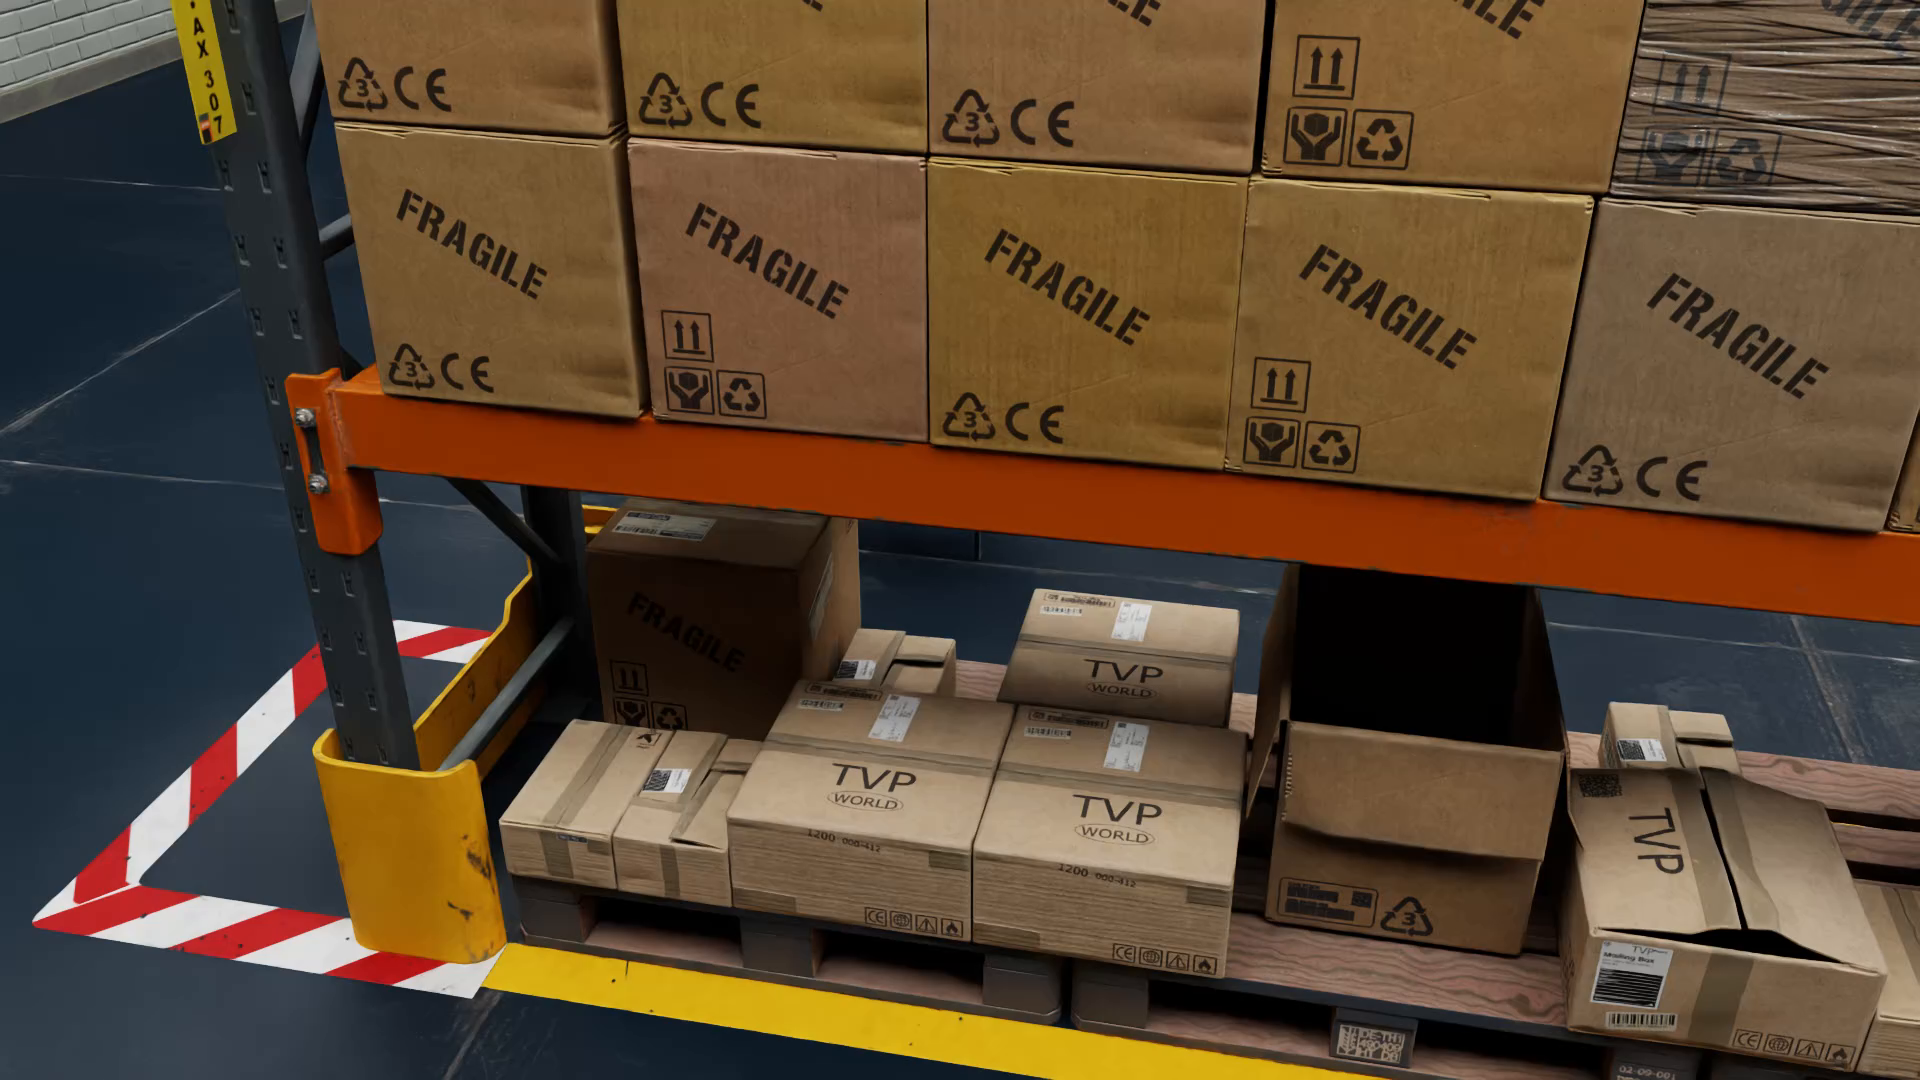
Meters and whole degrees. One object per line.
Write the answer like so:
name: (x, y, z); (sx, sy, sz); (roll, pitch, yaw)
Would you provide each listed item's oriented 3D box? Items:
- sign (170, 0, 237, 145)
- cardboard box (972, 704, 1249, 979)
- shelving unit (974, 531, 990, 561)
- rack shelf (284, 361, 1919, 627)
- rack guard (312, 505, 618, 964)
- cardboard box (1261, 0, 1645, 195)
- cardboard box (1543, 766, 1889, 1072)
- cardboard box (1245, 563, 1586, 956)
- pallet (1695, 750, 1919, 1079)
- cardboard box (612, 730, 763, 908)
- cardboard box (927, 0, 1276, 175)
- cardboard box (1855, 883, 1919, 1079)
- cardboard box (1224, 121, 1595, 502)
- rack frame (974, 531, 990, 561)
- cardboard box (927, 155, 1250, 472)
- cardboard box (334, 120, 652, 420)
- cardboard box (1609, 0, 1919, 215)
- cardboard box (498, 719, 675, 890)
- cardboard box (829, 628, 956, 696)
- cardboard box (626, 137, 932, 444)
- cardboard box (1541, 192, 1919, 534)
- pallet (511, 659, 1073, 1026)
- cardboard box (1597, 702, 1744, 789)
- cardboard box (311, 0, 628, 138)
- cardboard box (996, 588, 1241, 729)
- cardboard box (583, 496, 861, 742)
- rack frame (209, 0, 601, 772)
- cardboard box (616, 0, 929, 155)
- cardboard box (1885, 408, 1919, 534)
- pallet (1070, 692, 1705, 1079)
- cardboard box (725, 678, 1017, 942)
sign: (-1.245, -0.820, 2.723); (0.005, 0.325, 0.100); (6, 29, 11)
cardboard box: (0.319, 0.606, 3.425); (0.500, 0.250, 0.500); (6, 29, 11)
shelving unit: (-0.162, -0.543, 4.992); (0.503, 1.200, 0.258); (6, 29, 11)
rack shelf: (0.824, -0.179, 3.203); (4.000, 0.370, 1.077); (6, 29, 11)
rack guard: (-1.057, 0.409, 3.983); (0.348, 0.500, 1.175); (6, 29, 11)
cardboard box: (0.746, -0.858, 2.548); (0.500, 0.500, 0.500); (6, 29, 10)
cardboard box: (1.430, 0.693, 3.202); (0.500, 0.311, 0.500); (6, 29, 11)
cardboard box: (0.942, 0.422, 3.498); (0.637, 0.503, 0.797); (6, 29, 11)
pallet: (2.109, 0.860, 3.460); (1.213, 0.211, 1.003); (6, 29, 11)
cardboard box: (-0.549, 0.583, 3.554); (0.250, 0.166, 0.380); (6, 29, 11)
cardboard box: (0.249, -0.908, 2.640); (0.500, 0.500, 0.500); (6, 29, 11)
cardboard box: (1.785, 0.830, 3.121); (0.250, 0.149, 0.380); (6, 29, 11)
cardboard box: (0.732, -0.419, 2.788); (0.500, 0.500, 0.500); (6, 29, 11)
rack frame: (0.077, -0.518, 4.948); (0.015, 1.200, 0.240); (6, 29, 11)
cardboard box: (0.243, -0.470, 2.881); (0.500, 0.500, 0.500); (6, 29, 10)
cardboard box: (-0.753, -0.571, 3.065); (0.500, 0.500, 0.500); (6, 29, 12)
cardboard box: (1.237, -0.807, 2.454); (0.500, 0.500, 0.500); (6, 29, 11)
cardboard box: (-0.794, 0.565, 3.604); (0.250, 0.149, 0.380); (6, 29, 11)
cardboard box: (-0.171, 0.376, 3.932); (0.250, 0.166, 0.380); (6, 29, 11)
cardboard box: (-0.247, -0.522, 2.975); (0.500, 0.500, 0.500); (6, 29, 10)
cardboard box: (1.231, -0.369, 2.697); (0.500, 0.500, 0.500); (7, 29, 12)
pallet: (-0.277, 0.615, 3.907); (1.213, 0.211, 1.003); (6, 29, 11)
cardboard box: (1.567, 0.530, 3.651); (0.250, 0.166, 0.380); (6, 29, 11)
cardboard box: (-0.753, -1.010, 2.825); (0.500, 0.500, 0.500); (7, 29, 12)
cardboard box: (0.375, 0.366, 3.863); (0.500, 0.250, 0.500); (6, 29, 11)
cardboard box: (-0.548, 0.147, 4.003); (0.500, 0.500, 0.500); (6, 29, 11)
rack frame: (-1.131, -0.695, 3.397); (0.127, 3.000, 1.000); (6, 29, 11)
cardboard box: (-0.240, -0.961, 2.736); (0.500, 0.500, 0.500); (6, 29, 11)
cardboard box: (1.734, -0.319, 2.605); (0.500, 0.500, 0.500); (7, 29, 12)
pallet: (0.912, 0.738, 3.682); (1.213, 0.211, 1.003); (6, 29, 11)
cardboard box: (-0.170, 0.556, 3.517); (0.500, 0.250, 0.500); (6, 29, 11)
